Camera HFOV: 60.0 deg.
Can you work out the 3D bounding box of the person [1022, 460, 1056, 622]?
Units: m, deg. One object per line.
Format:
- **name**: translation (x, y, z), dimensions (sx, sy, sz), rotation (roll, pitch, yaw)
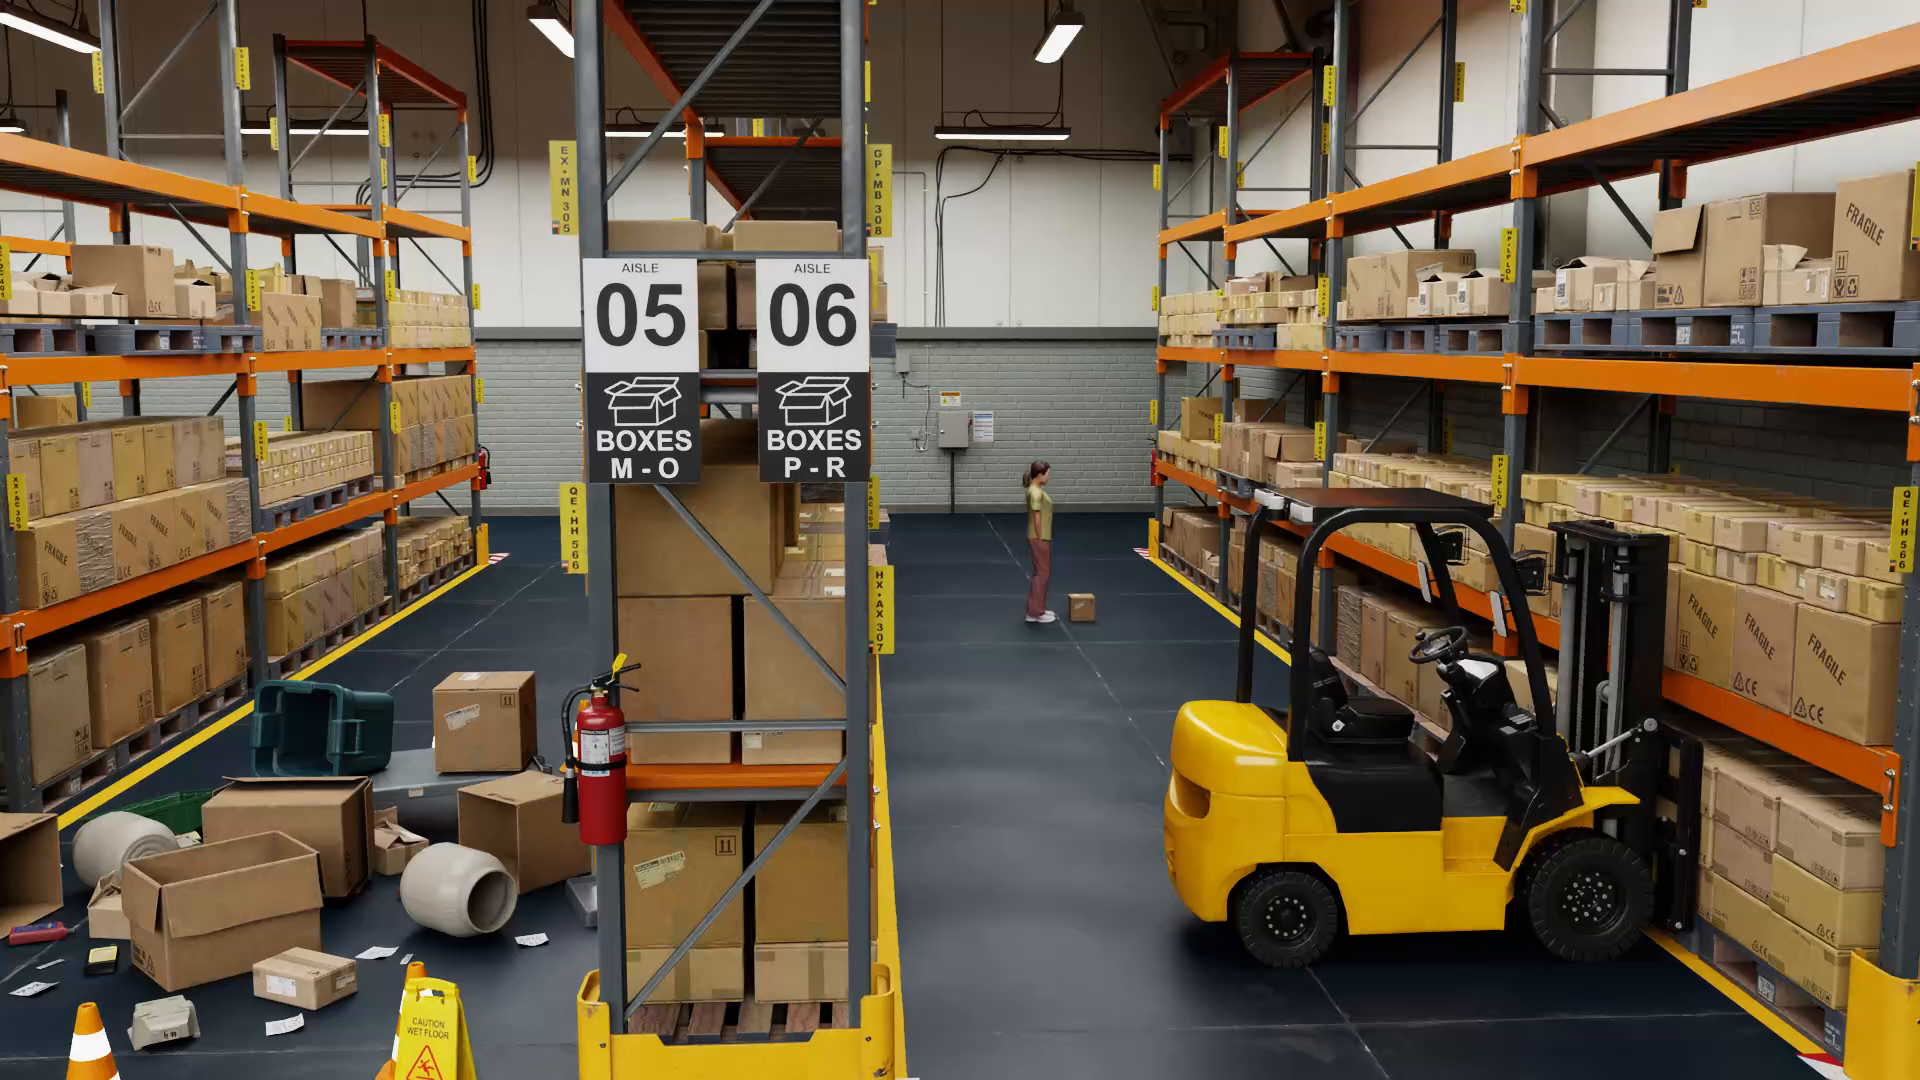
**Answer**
- **person**: translation (0.812, 0.004, 17.265), dimensions (0.369, 1.673, 0.445), rotation (0, 7, -3)
